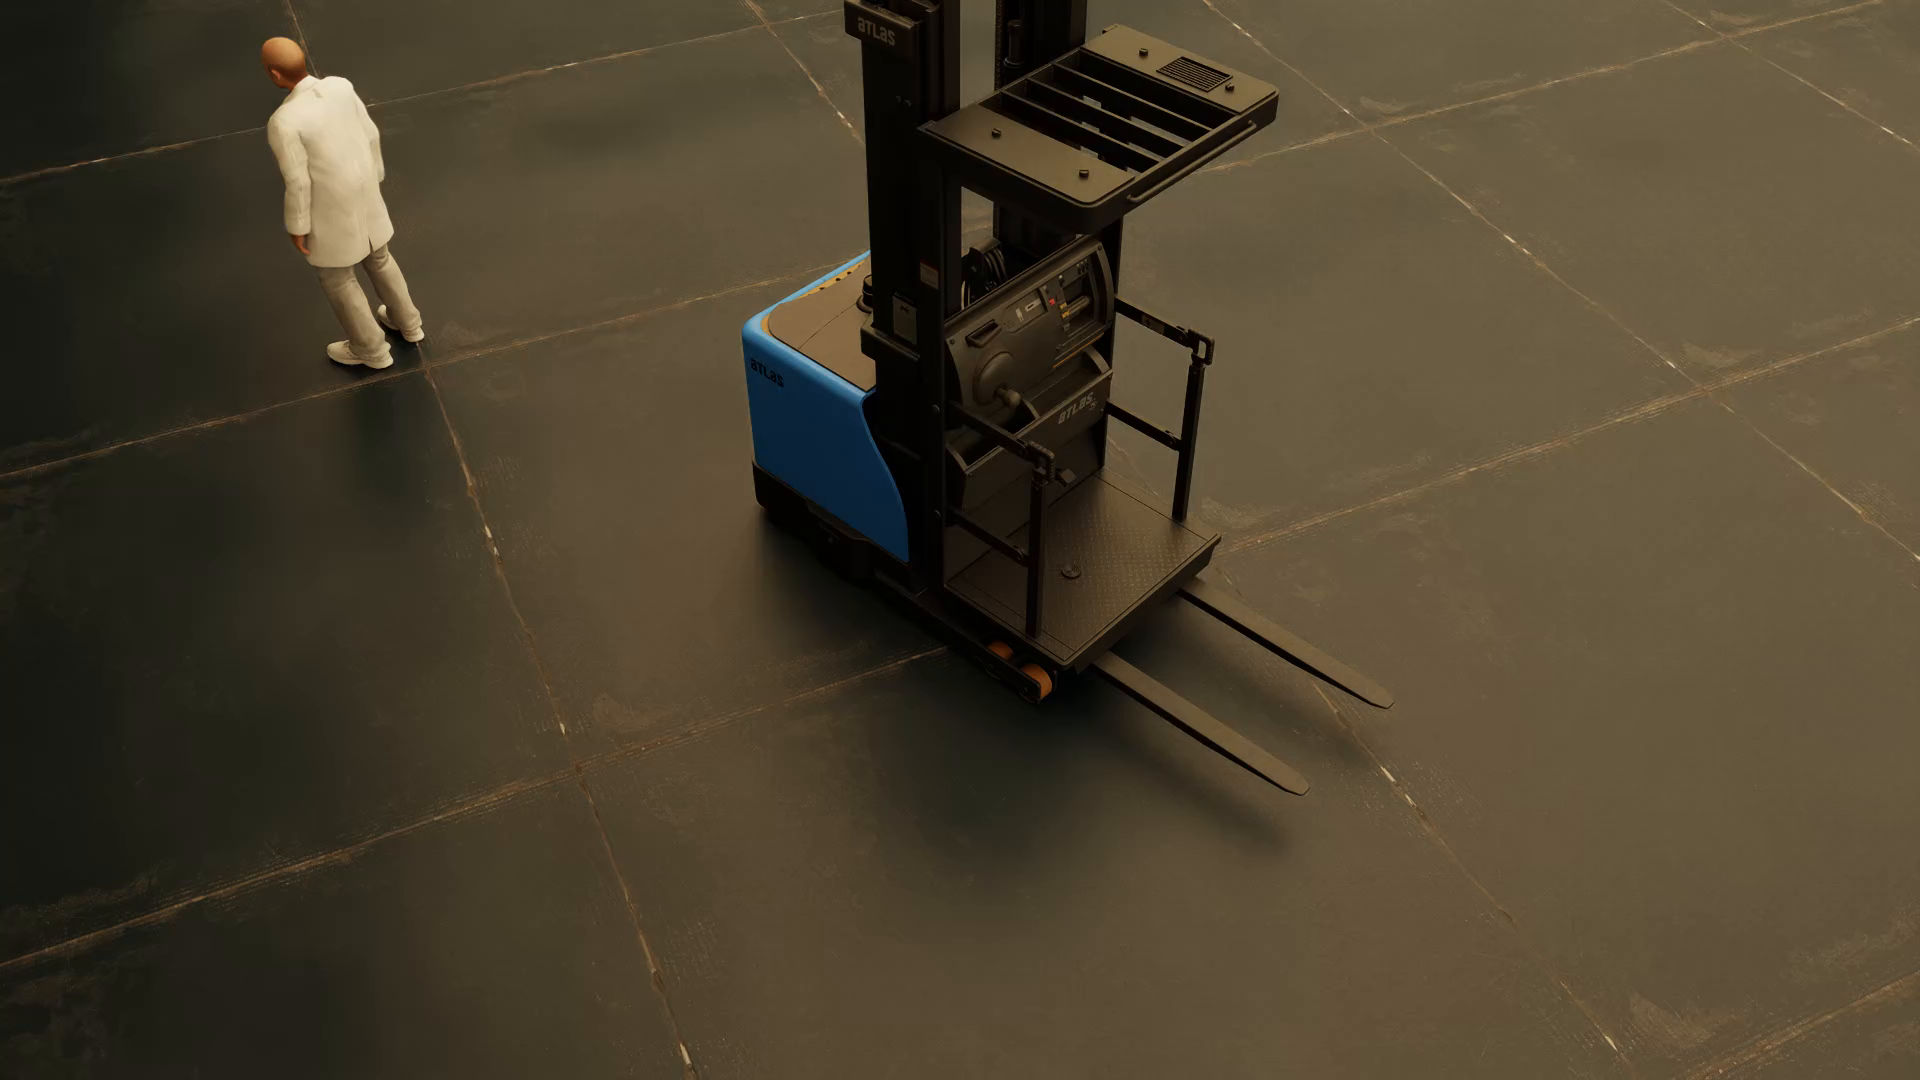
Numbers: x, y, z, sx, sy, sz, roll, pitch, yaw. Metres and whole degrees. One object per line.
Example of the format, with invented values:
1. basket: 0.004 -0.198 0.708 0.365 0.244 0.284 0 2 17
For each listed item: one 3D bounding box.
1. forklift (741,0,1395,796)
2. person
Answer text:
1. forklift: 0.445 -0.788 6.525 3.031 2.935 1.130 32 52 30
2. person: -3.111 -1.674 8.322 0.420 1.774 0.646 19 46 19
